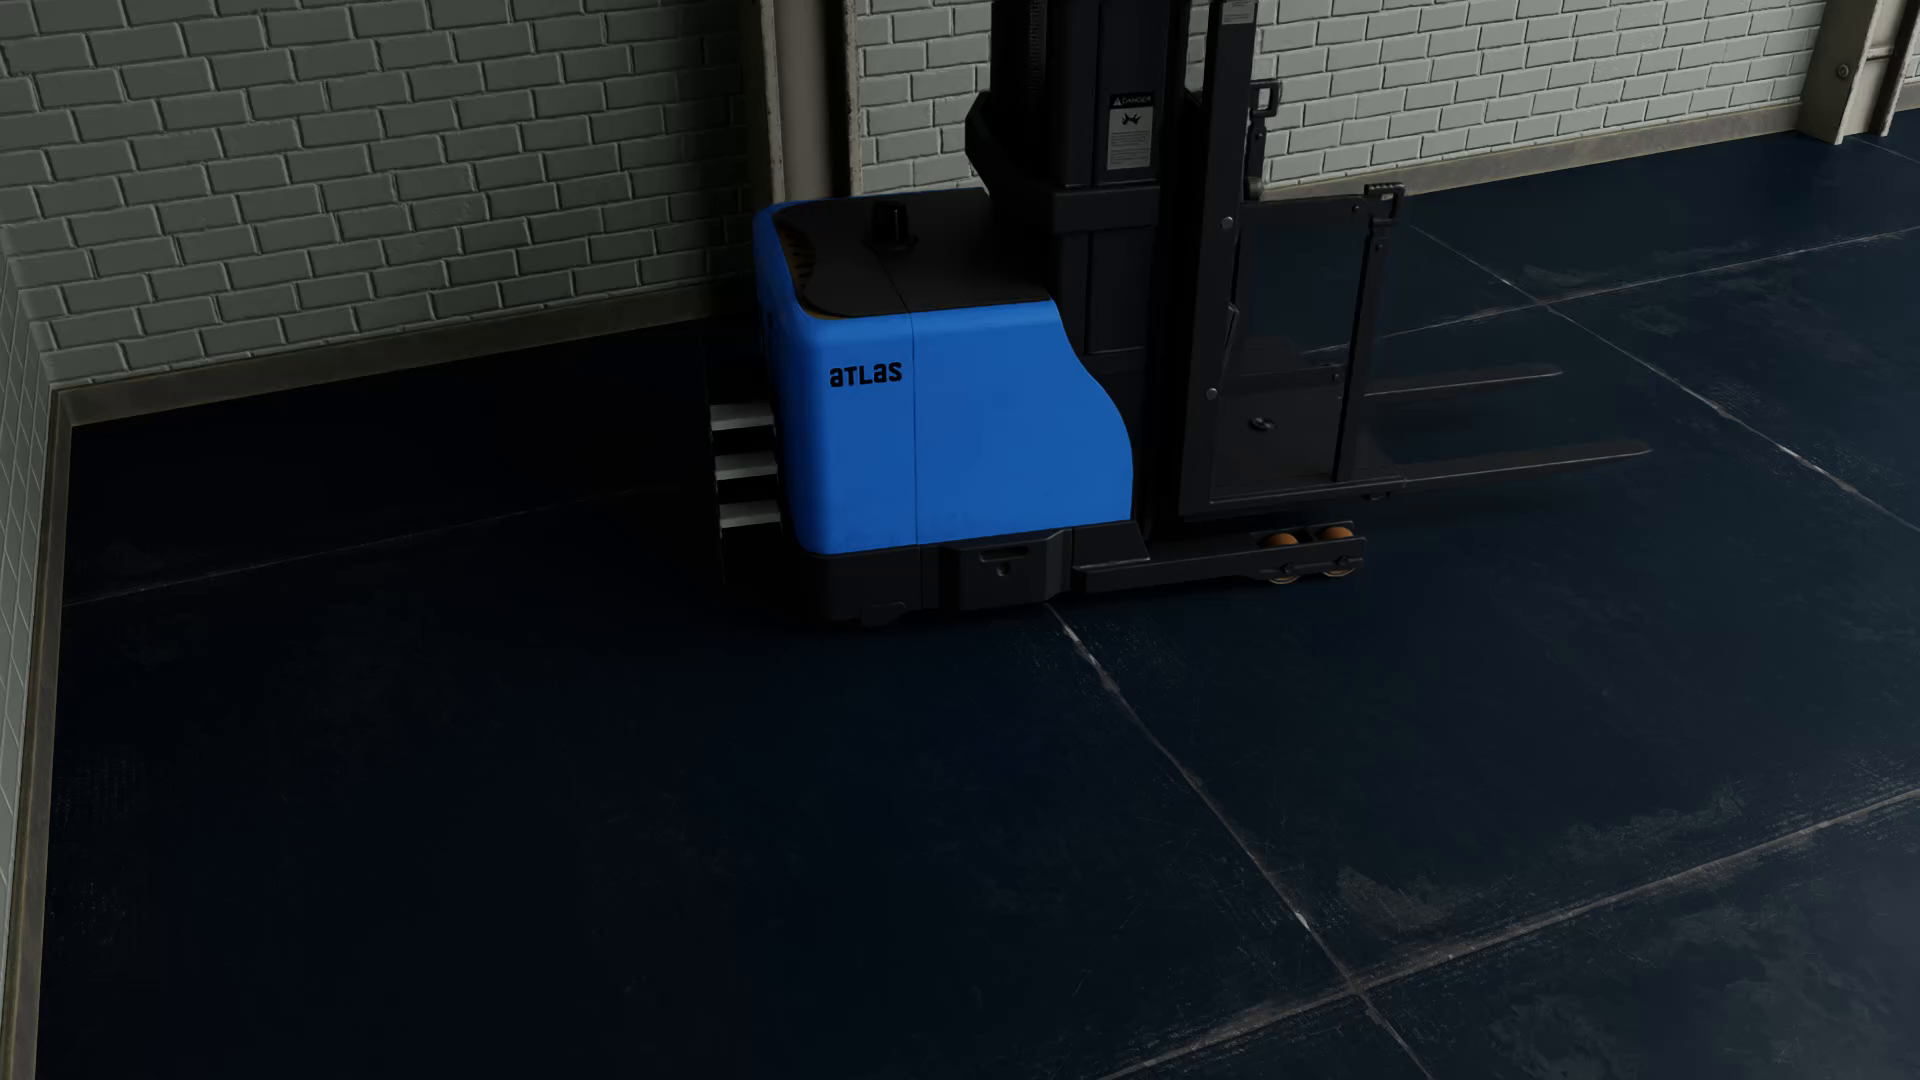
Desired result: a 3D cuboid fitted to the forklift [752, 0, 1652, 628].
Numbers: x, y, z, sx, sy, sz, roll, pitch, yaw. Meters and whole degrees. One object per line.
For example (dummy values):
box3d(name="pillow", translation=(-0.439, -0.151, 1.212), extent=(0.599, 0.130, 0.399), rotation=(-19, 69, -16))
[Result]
box3d(name="forklift", translation=(0.875, -1.357, 5.148), extent=(3.031, 2.935, 1.130), rotation=(-7, 34, -10))

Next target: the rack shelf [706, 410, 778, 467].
box3d(name="rack shelf", translation=(-0.703, -0.339, 5.342), extent=(0.200, 0.077, 0.258), rotation=(-7, 34, -10))

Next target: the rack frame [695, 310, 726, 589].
box3d(name="rack frame", translation=(-0.802, -0.279, 5.354), extent=(0.006, 0.900, 0.240), rotation=(-7, 34, -10))

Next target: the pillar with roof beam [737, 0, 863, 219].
box3d(name="pillar with roof beam", translation=(1.021, -2.613, 1.515), extent=(0.400, 9.000, 9.100), rotation=(-13, 35, -19))

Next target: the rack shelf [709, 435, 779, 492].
box3d(name="rack shelf", translation=(-0.703, -0.263, 5.391), extent=(0.200, 0.077, 0.258), rotation=(-7, 34, -10))

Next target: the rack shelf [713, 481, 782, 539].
box3d(name="rack shelf", translation=(-0.703, -0.113, 5.489), extent=(0.200, 0.077, 0.258), rotation=(-7, 34, -10))

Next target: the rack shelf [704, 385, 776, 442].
box3d(name="rack shelf", translation=(-0.703, -0.414, 5.293), extent=(0.200, 0.077, 0.258), rotation=(-7, 34, -10))

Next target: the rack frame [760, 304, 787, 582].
box3d(name="rack frame", translation=(-0.604, -0.303, 5.391), extent=(0.006, 0.900, 0.240), rotation=(-7, 34, -10))

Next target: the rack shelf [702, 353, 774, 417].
box3d(name="rack shelf", translation=(-0.703, -0.490, 5.244), extent=(0.200, 0.077, 0.258), rotation=(-7, 34, -10))

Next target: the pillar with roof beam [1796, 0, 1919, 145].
box3d(name="pillar with roof beam", translation=(6.553, -3.880, 3.462), extent=(0.400, 9.000, 9.100), rotation=(-13, 35, -19))

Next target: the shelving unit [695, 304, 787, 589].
box3d(name="shelving unit", translation=(-0.703, -0.291, 5.373), extent=(0.210, 0.900, 0.258), rotation=(-7, 34, -10))

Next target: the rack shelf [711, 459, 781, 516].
box3d(name="rack shelf", translation=(-0.703, -0.188, 5.440), extent=(0.200, 0.077, 0.258), rotation=(-7, 34, -10))
